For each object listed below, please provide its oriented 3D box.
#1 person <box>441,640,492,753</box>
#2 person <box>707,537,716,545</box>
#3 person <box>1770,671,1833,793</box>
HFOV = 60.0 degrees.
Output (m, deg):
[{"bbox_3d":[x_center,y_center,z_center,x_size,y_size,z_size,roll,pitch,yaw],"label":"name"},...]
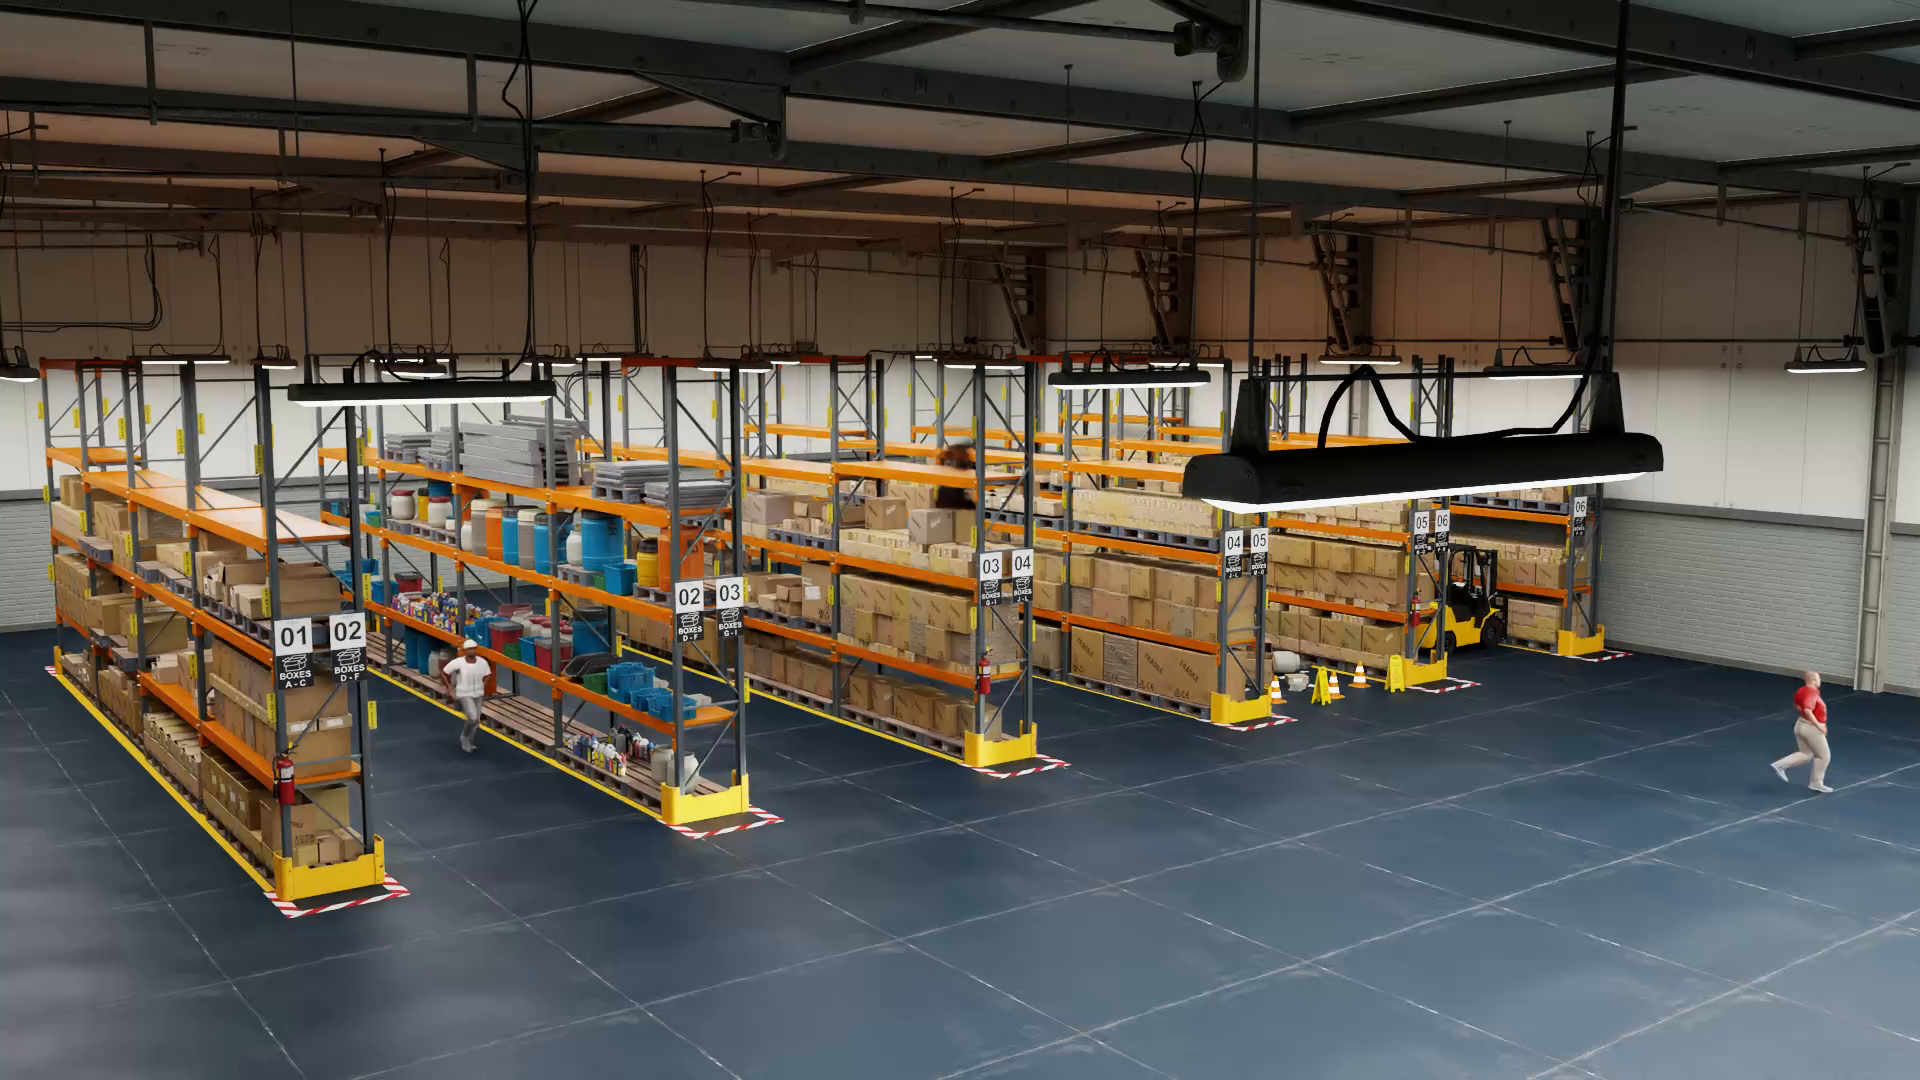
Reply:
[{"bbox_3d":[-7.496,2.395,25.517,0.660,1.741,0.692,7,10,44],"label":"person"},{"bbox_3d":[-5.905,0.776,39.253,0.709,1.745,0.697,-1,7,-10],"label":"person"},{"bbox_3d":[11.901,2.689,23.376,0.785,1.711,0.676,1,7,4],"label":"person"}]
